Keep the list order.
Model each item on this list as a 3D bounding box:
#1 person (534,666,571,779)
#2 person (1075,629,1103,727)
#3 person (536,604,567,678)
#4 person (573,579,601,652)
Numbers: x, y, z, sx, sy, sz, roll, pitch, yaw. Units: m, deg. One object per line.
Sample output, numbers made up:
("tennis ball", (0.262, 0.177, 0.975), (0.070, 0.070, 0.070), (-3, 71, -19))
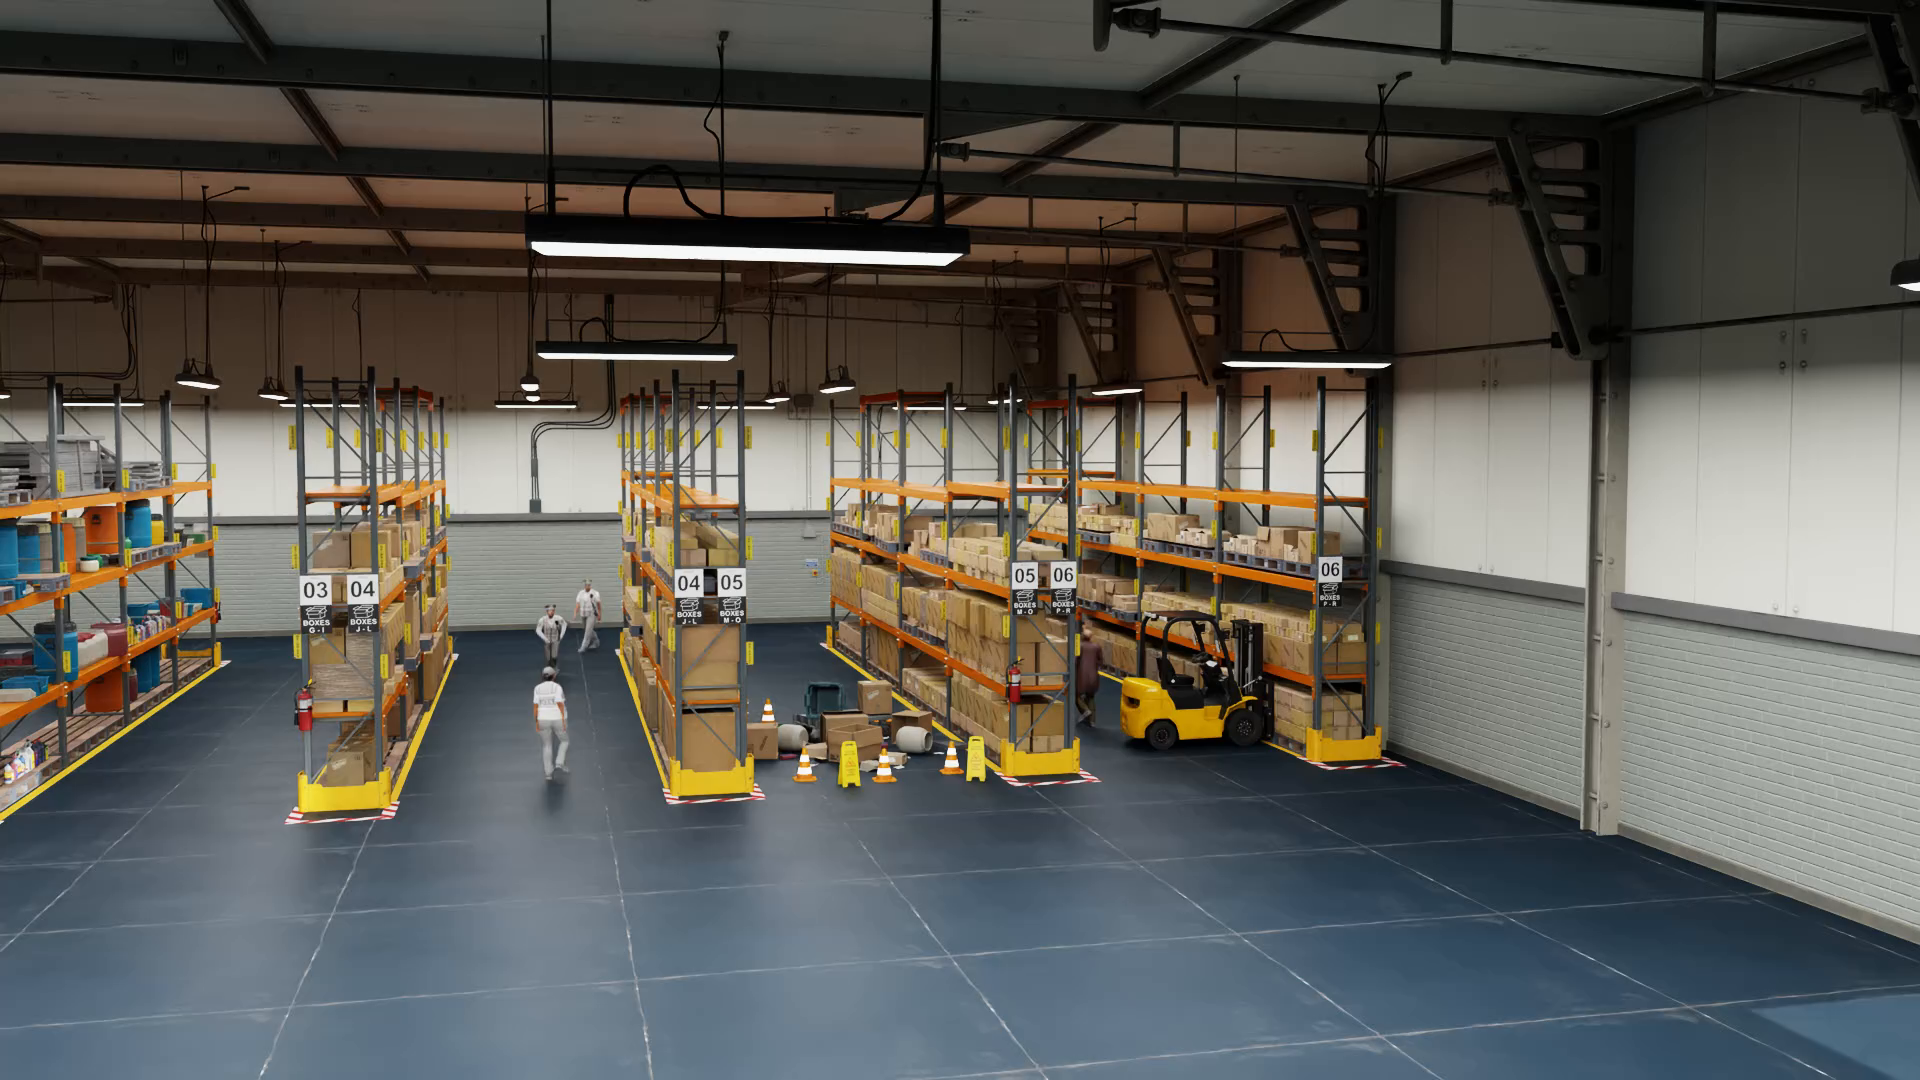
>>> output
("person", (-6.040, 2.700, 24.628), (0.546, 1.653, 0.503), (0, 3, -5))
("person", (2.232, 2.418, 29.306), (0.664, 1.682, 0.826), (-1, 4, -14))
("person", (-8.585, 2.119, 34.977), (0.590, 1.603, 0.703), (0, 3, -4))
("person", (-8.874, 1.763, 39.485), (0.525, 1.701, 1.059), (1, 4, 22))
